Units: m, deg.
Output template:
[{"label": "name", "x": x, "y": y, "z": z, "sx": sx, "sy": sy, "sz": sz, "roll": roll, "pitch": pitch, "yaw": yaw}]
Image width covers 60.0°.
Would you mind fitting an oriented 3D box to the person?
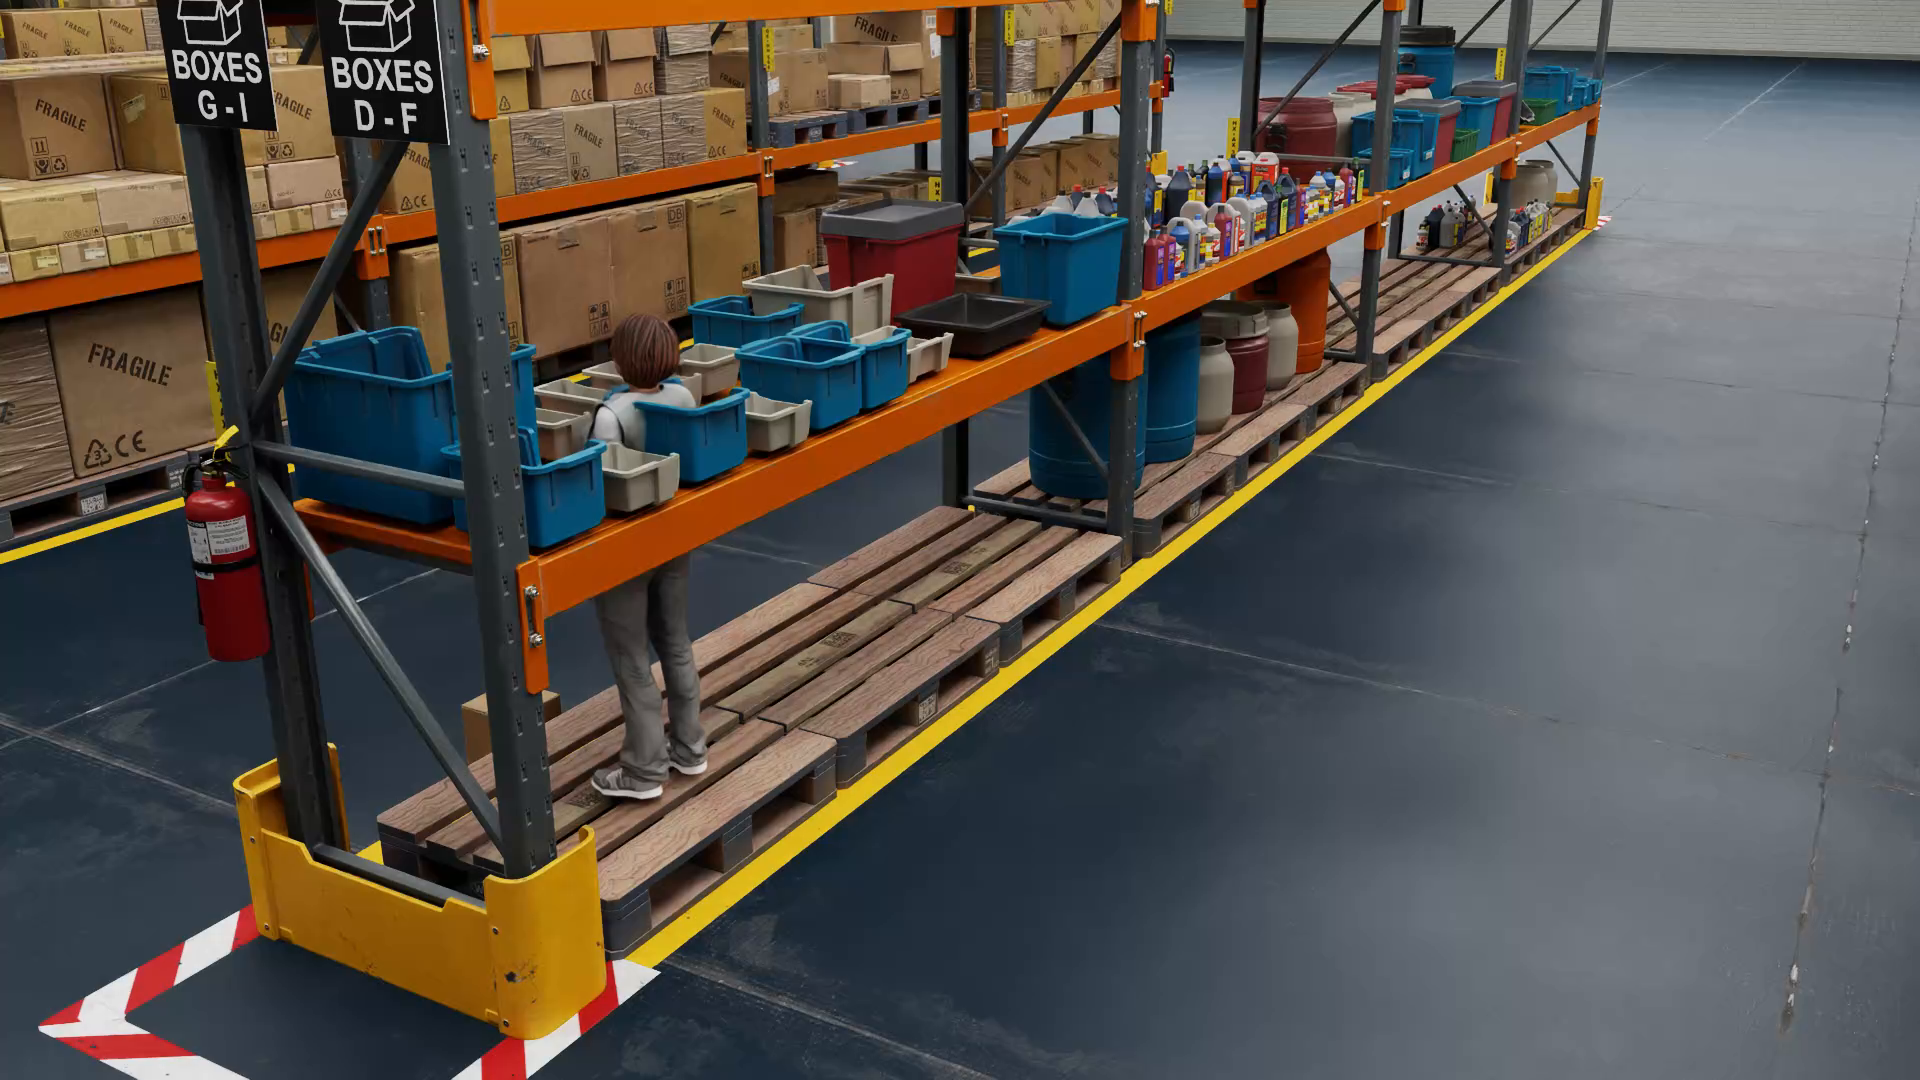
[{"label": "person", "x": -1.016, "y": 0.059, "z": 5.282, "sx": 0.325, "sy": 1.577, "sz": 0.407, "roll": 14, "pitch": 24, "yaw": 35}]
